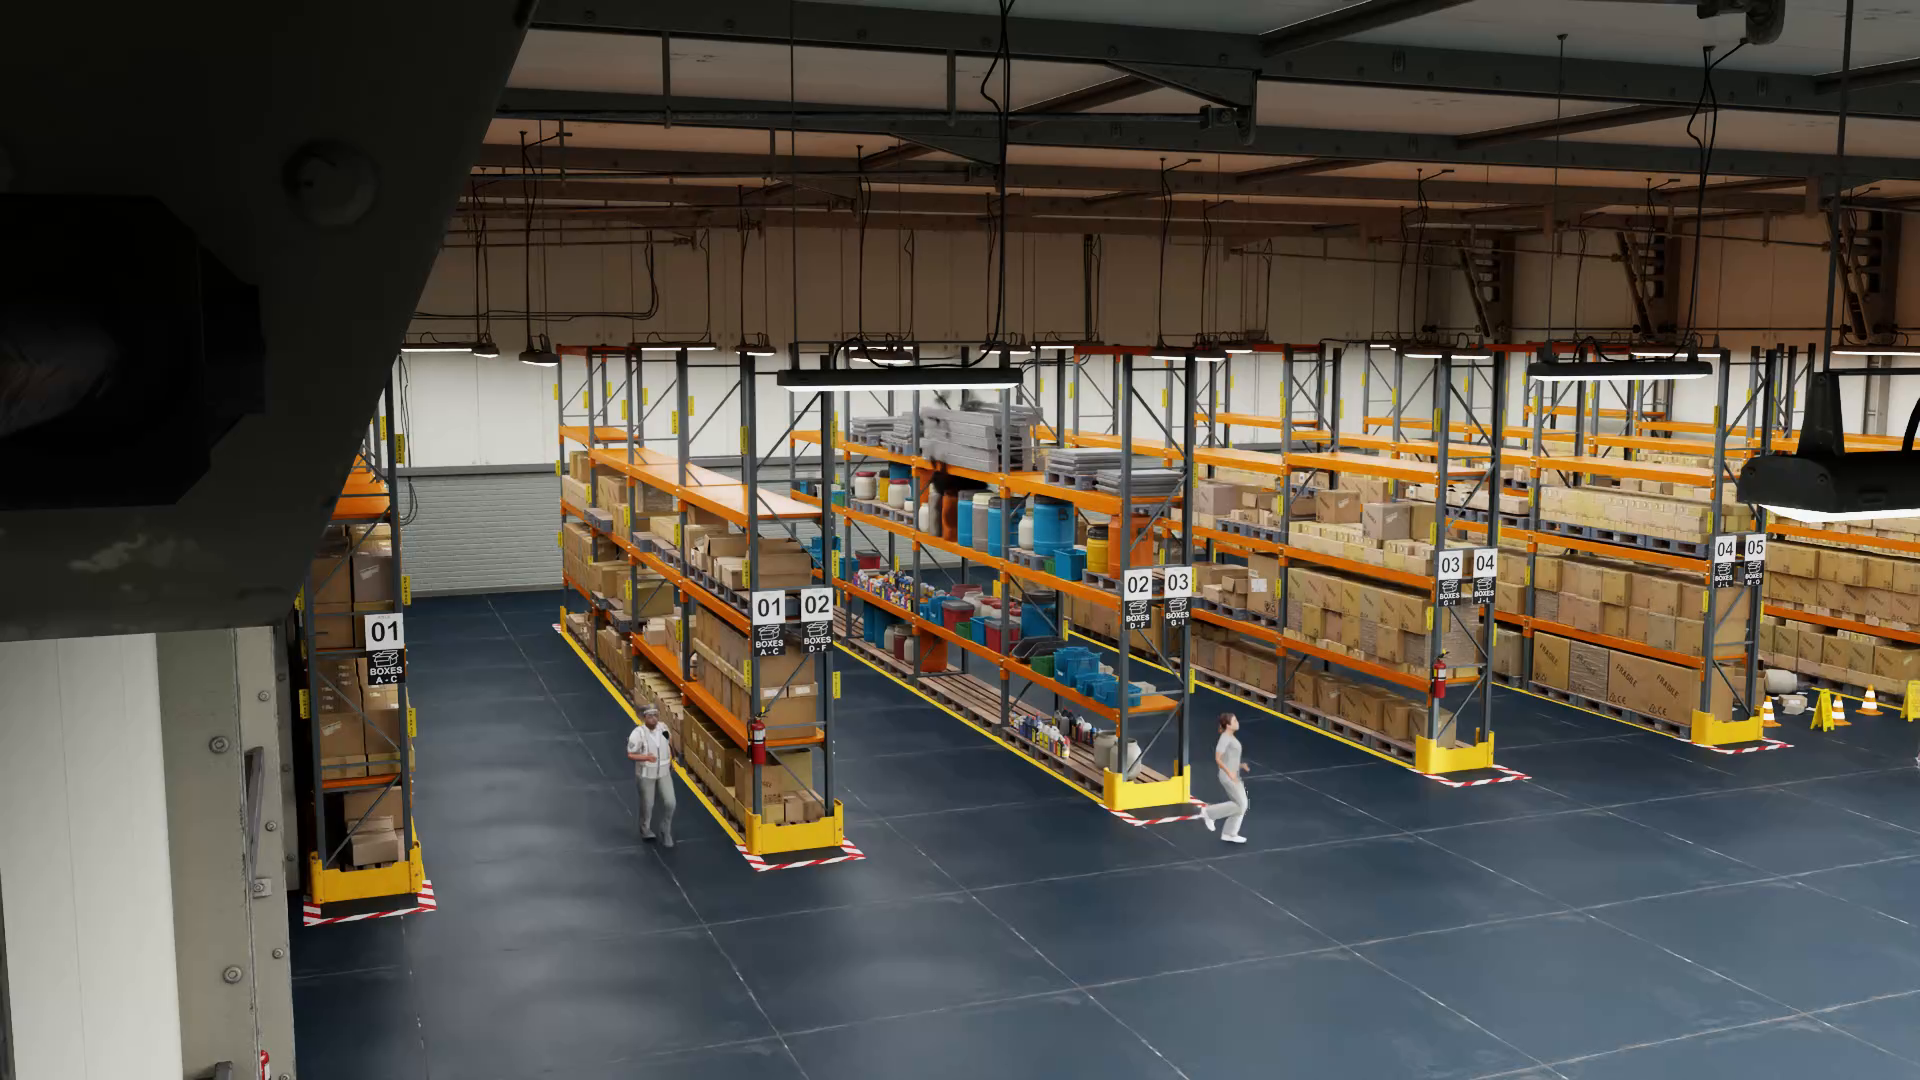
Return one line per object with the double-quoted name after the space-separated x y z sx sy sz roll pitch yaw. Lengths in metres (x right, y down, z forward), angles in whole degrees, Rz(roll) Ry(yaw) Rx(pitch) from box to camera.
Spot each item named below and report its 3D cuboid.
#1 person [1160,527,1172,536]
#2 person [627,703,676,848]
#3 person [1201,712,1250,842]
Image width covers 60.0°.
4.960 0.305 41.219 0.555 1.602 0.847 -5 9 -32 "person"
-3.755 2.892 20.373 0.638 1.839 0.767 -4 8 -29 "person"
3.293 2.930 20.592 0.574 1.627 0.576 2 8 16 "person"
